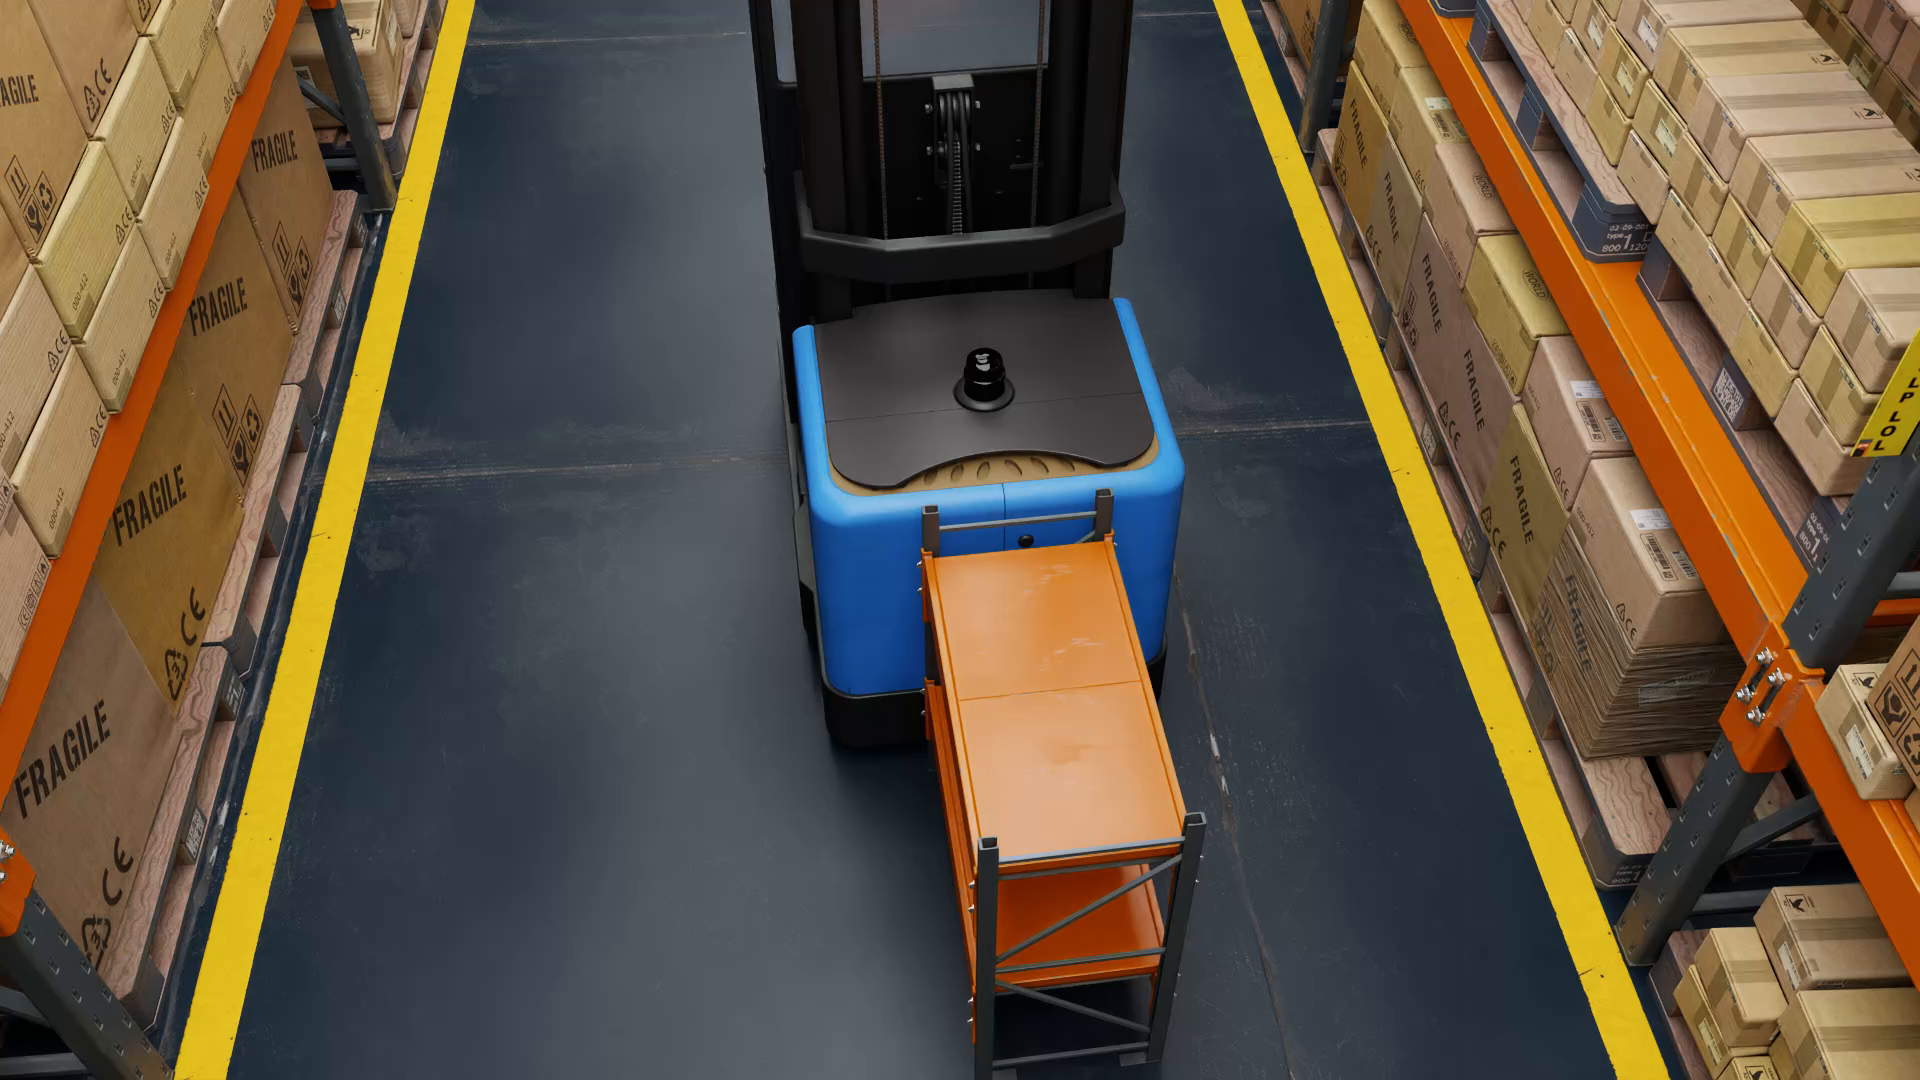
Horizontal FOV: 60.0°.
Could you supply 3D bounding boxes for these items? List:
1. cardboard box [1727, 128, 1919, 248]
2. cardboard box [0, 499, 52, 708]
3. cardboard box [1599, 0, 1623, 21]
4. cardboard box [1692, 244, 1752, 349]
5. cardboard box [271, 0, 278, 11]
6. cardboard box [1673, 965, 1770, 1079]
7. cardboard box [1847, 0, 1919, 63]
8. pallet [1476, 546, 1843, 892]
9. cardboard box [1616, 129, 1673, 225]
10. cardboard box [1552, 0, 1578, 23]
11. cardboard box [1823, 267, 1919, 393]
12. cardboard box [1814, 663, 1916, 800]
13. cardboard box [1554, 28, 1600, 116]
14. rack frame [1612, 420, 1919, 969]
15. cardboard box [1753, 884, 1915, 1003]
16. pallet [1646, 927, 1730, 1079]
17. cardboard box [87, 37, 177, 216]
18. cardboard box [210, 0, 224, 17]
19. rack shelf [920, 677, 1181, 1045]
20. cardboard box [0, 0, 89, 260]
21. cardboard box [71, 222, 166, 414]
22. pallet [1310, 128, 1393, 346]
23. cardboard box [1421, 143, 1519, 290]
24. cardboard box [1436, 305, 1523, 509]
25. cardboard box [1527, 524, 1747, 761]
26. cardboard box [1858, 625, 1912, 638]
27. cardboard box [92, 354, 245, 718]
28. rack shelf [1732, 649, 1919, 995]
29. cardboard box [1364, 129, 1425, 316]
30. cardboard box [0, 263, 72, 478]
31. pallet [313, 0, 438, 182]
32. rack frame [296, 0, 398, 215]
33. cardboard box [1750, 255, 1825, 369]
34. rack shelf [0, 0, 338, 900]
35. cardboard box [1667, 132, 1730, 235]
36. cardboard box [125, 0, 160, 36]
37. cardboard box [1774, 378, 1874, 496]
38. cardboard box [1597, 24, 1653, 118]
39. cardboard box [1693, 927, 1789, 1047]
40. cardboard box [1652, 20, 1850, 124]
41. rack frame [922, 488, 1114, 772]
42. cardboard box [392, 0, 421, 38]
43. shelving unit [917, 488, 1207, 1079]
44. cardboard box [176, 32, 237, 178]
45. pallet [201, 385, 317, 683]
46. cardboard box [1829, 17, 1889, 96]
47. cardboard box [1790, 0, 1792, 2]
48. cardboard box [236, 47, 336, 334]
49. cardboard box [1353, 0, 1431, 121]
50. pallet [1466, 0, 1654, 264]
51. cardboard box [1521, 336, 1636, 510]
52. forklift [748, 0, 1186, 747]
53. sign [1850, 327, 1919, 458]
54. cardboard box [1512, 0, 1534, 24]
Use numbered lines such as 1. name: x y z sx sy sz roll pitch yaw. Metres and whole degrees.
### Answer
1. cardboard box: 2.079 -0.839 3.952 0.380 0.149 0.250 -5 47 -5
2. cardboard box: -2.348 0.175 3.621 0.500 0.250 0.500 -4 47 -4
3. cardboard box: 1.990 -1.595 4.669 0.380 0.149 0.250 -4 47 -4
4. cardboard box: 2.078 -0.618 4.153 0.380 0.149 0.250 -4 47 -3
5. cardboard box: -2.608 -2.034 5.714 0.500 0.250 0.500 -5 47 -5
6. cardboard box: 2.061 1.203 4.219 0.380 0.149 0.250 -5 47 -5
7. cardboard box: 2.666 -1.427 4.509 0.380 0.149 0.250 -2 47 -2
8. pallet: 2.284 0.480 5.150 1.003 0.211 1.213 -3 47 -3
9. cardboard box: 2.029 -1.000 4.515 0.380 0.149 0.250 -5 47 -5
10. cardboard box: 1.965 -1.677 4.951 0.380 0.149 0.250 -4 47 -4
11. cardboard box: 2.122 -0.457 3.591 0.380 0.149 0.250 -2 47 -1
12. cardboard box: 2.048 0.395 3.483 0.380 0.149 0.250 -2 47 -2
13. cardboard box: 1.985 -1.385 4.879 0.380 0.149 0.250 -5 47 -5
14. rack frame: 2.350 0.084 3.604 1.000 3.000 0.127 -3 47 -3
15. cardboard box: 2.173 0.977 4.023 0.380 0.149 0.250 -2 47 -2
16. pallet: 2.442 1.527 4.159 1.003 0.211 1.213 -3 47 -3
17. cardboard box: -2.462 -1.106 4.490 0.500 0.250 0.500 -5 47 -4
18. cardboard box: -2.569 -1.851 5.196 0.500 0.250 0.500 -5 47 -4
19. rack shelf: 0.219 0.819 4.536 0.538 0.278 1.000 -6 47 -5
20. cardboard box: -2.434 -0.985 3.860 0.500 0.500 0.500 -5 47 -4
21. cardboard box: -2.420 -0.571 4.328 0.500 0.250 0.500 -4 47 -4
22. pallet: 2.079 -1.286 6.822 1.003 0.211 1.213 -3 47 -3
23. cardboard box: 1.903 -1.113 5.654 0.500 0.250 0.500 -3 47 -3
24. cardboard box: 1.956 -0.464 5.555 0.500 0.500 0.500 -4 47 -4
25. cardboard box: 2.037 0.279 4.852 0.500 0.500 0.500 -4 47 -4
26. cardboard box: 2.552 -0.009 4.609 0.500 0.250 0.500 -5 47 -5
27. cardboard box: -2.789 -0.053 4.908 0.875 0.875 0.875 -2 47 -2
28. rack shelf: 2.518 1.778 2.495 1.077 0.370 4.000 -3 47 -3
29. cardboard box: 1.866 -1.204 6.257 0.500 0.500 0.500 -3 47 -3
30. cardboard box: -2.402 -0.373 3.797 0.500 0.250 0.500 -3 47 -3
31. pallet: -2.973 -2.043 7.539 1.003 0.211 1.213 -3 47 -3
32. rack frame: -2.909 -2.436 5.991 1.000 3.000 0.127 -3 47 -3
33. cardboard box: 2.097 -0.543 3.877 0.380 0.149 0.250 -3 47 -3
34. rack shelf: -2.741 -0.742 4.882 1.077 0.370 4.000 -3 47 -3
35. cardboard box: 2.052 -0.920 4.234 0.380 0.149 0.250 -5 47 -5
36. cardboard box: -2.519 -1.726 4.561 0.500 0.500 0.500 -3 47 -3
37. cardboard box: 2.120 -0.249 3.804 0.380 0.149 0.250 -4 47 -4
38. cardboard box: 2.006 -1.306 4.600 0.380 0.149 0.250 -3 47 -3
39. cardboard box: 2.062 1.099 4.112 0.380 0.149 0.250 -2 47 -1
40. cardboard box: 2.040 -1.207 4.301 0.380 0.149 0.250 -5 47 -5
41. rack frame: 0.150 0.285 4.705 0.500 1.125 0.032 -6 47 -5
42. cardboard box: -3.016 -2.620 7.686 0.950 0.372 0.625 -4 47 -4
43. shelving unit: 0.219 0.651 4.359 0.538 1.125 1.048 -6 47 -5
44. cardboard box: -2.523 -1.300 5.019 0.500 0.250 0.500 -4 47 -4
45. pallet: -2.819 -0.022 5.625 1.003 0.211 1.213 -3 47 -3
46. cardboard box: 2.661 -1.338 4.630 0.380 0.149 0.250 -4 47 -4
47. cardboard box: 2.621 -1.707 4.980 0.380 0.149 0.250 -2 47 -2
48. cardboard box: -2.934 -1.345 6.132 0.875 0.875 0.875 -4 47 -4
49. cardboard box: 1.832 -1.839 6.342 0.500 0.250 0.500 -5 47 -5
50. pallet: 2.222 -1.314 5.061 1.003 0.211 1.213 -3 47 -3
51. cardboard box: 2.006 -0.355 4.936 0.500 0.250 0.500 -1 47 -1
52. forklift: -0.086 -1.460 5.114 1.130 2.935 3.031 -6 47 -5
53. sign: 1.797 -0.278 3.150 0.100 0.325 0.005 -3 47 -3
54. cardboard box: 1.946 -1.755 5.230 0.380 0.149 0.250 -2 47 -2
